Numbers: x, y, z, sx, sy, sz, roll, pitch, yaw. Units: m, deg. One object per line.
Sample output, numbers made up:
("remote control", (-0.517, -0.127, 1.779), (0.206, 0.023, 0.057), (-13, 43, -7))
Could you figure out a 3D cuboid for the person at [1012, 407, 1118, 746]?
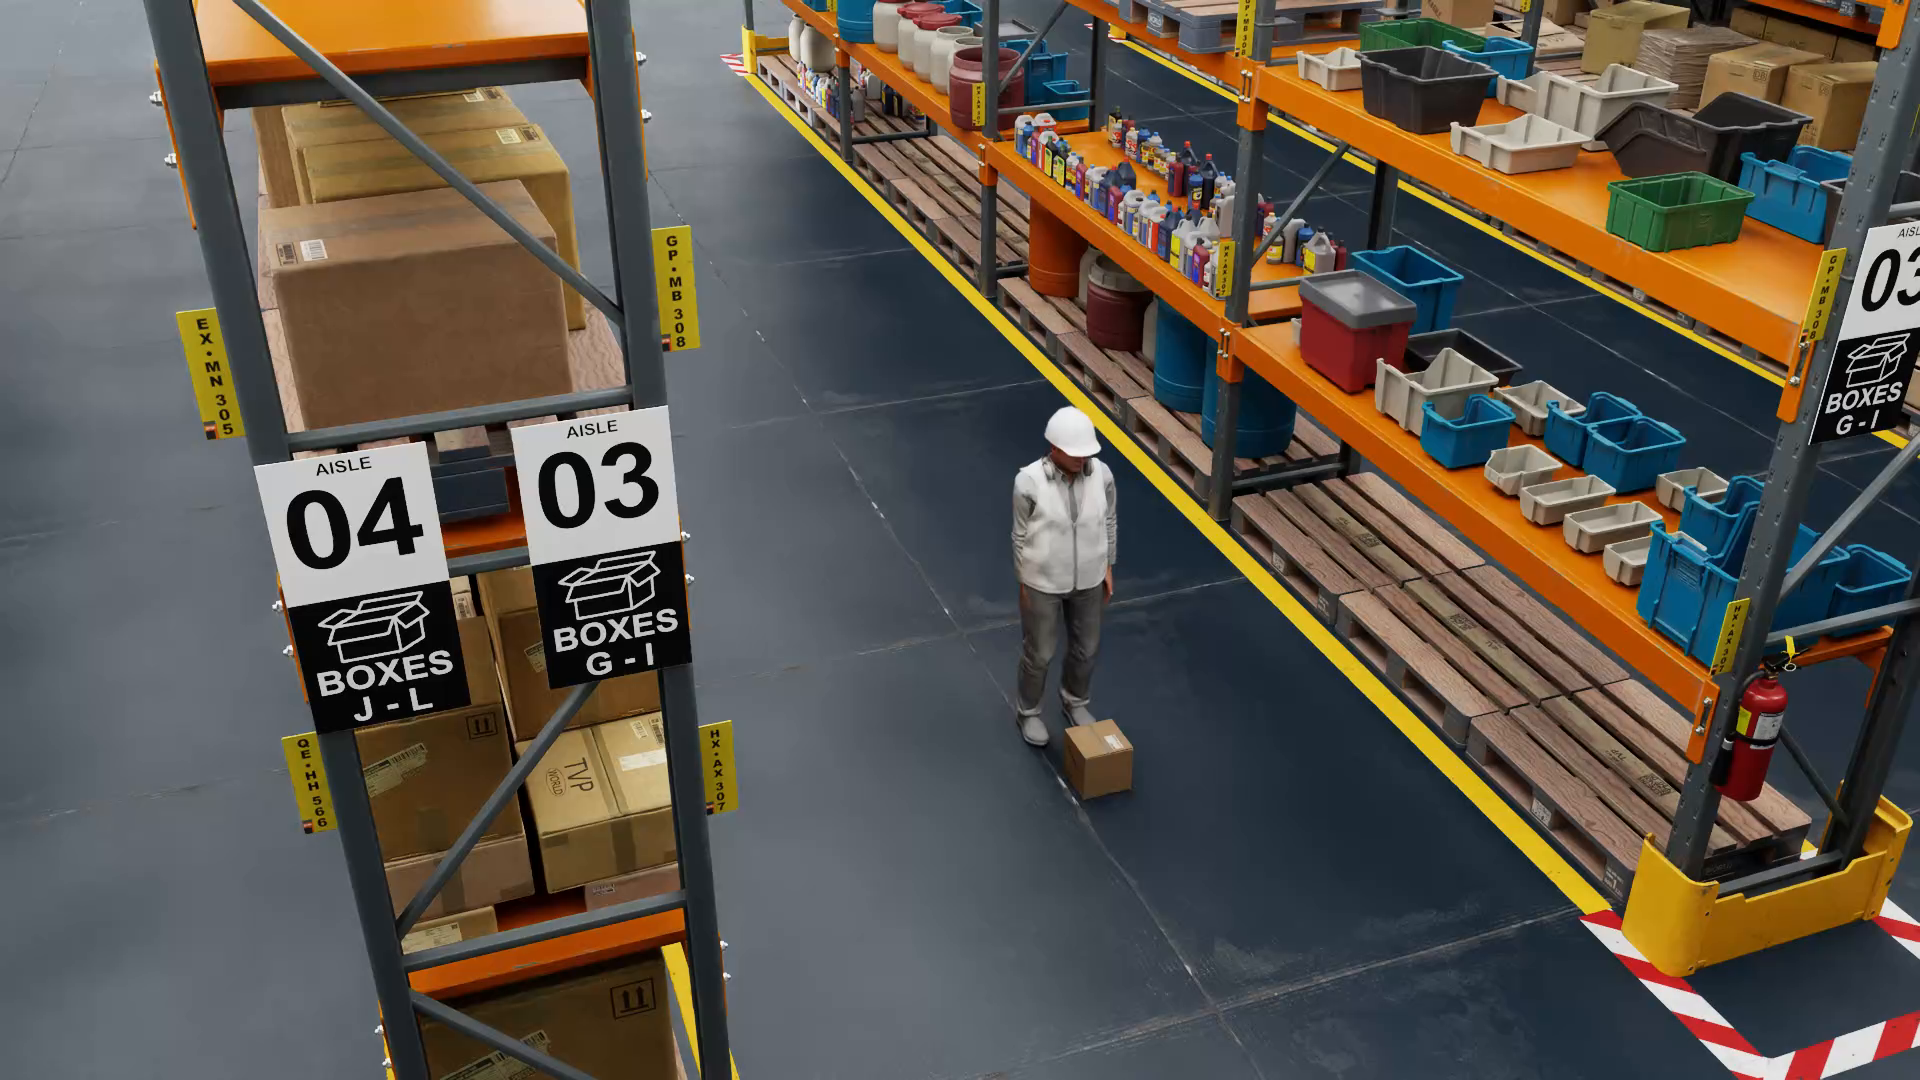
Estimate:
("person", (0.508, 0.170, 8.033), (0.534, 1.765, 0.357), (-10, 31, -17))
